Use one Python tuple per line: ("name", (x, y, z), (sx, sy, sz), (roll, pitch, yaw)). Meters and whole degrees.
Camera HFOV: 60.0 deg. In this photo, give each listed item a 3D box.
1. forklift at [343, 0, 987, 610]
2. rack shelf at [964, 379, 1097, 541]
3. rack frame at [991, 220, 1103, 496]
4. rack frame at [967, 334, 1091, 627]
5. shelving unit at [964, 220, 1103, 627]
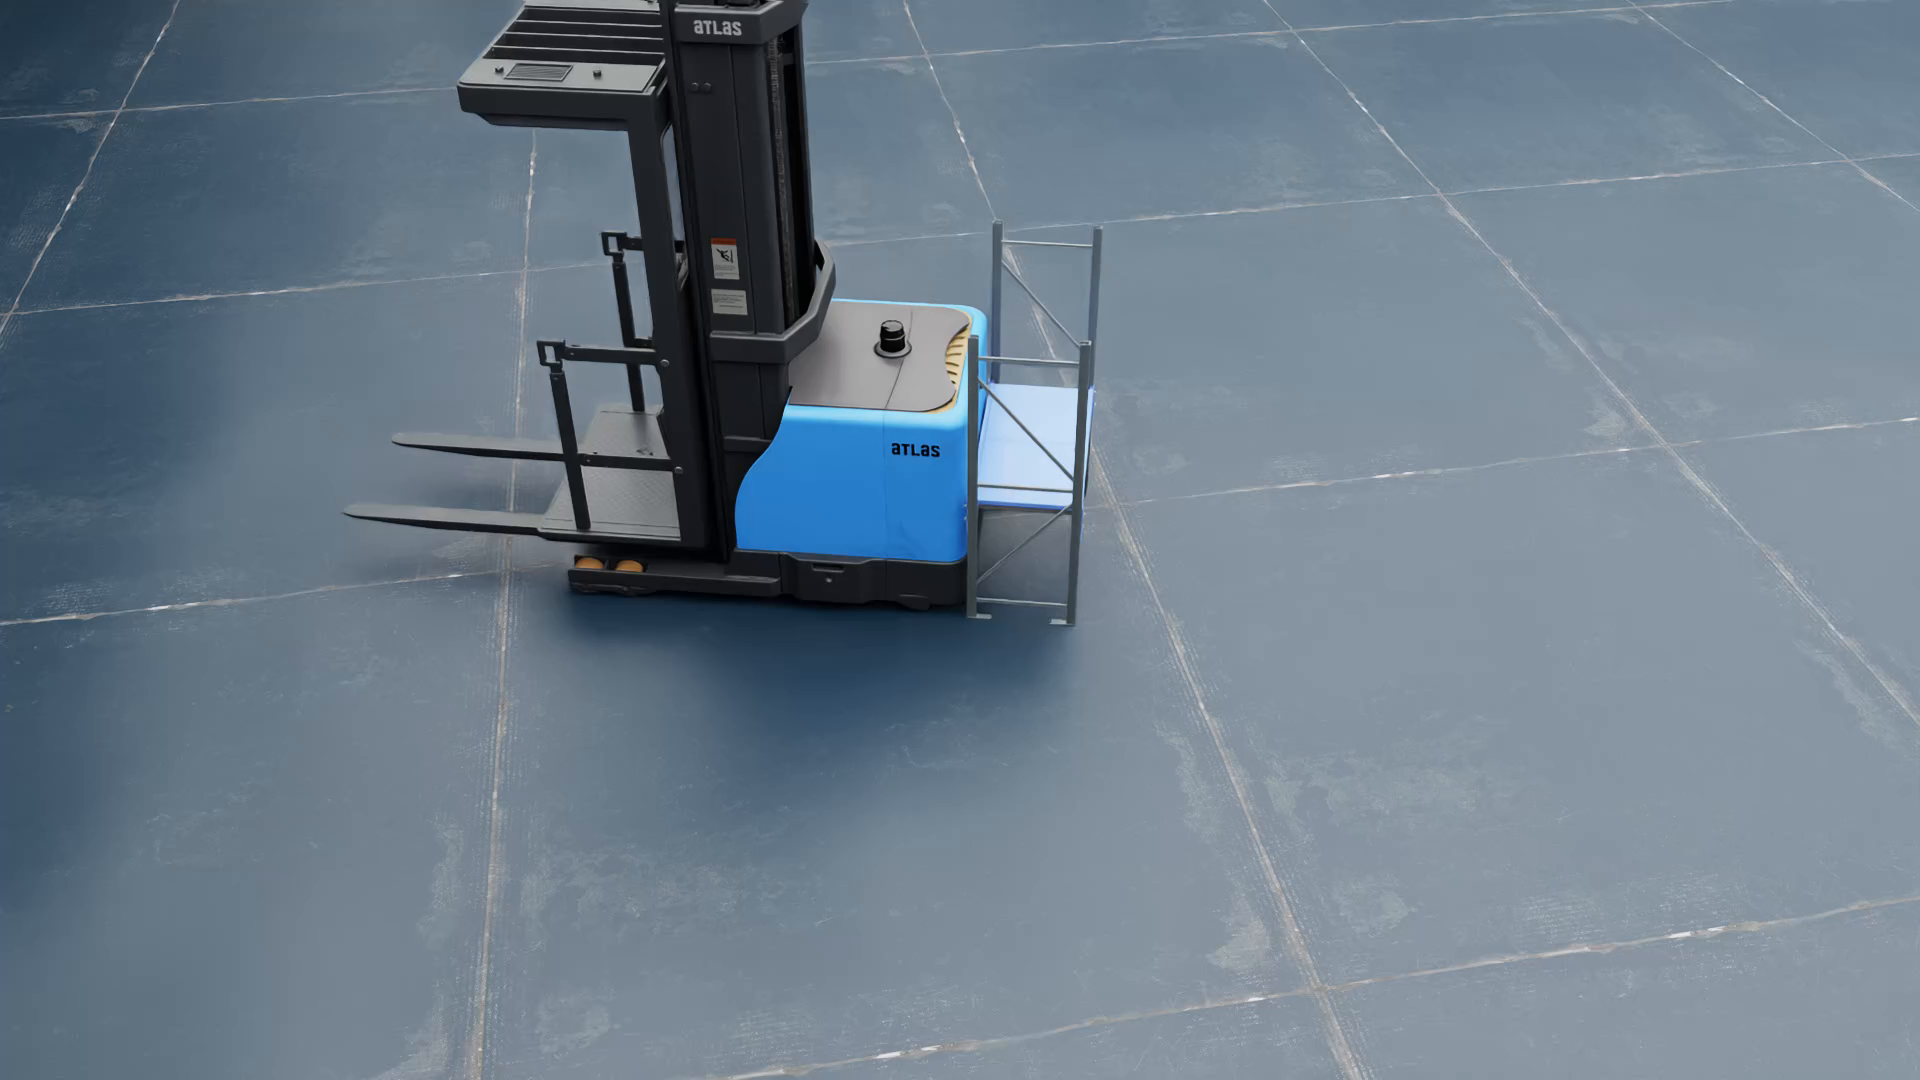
("forklift", (-1.411, -1.214, 7.324), (3.031, 2.935, 1.130), (4, 38, 5))
("rack shelf", (0.340, -0.389, 7.722), (0.538, 0.185, 1.000), (4, 38, 5))
("rack frame", (0.398, -0.841, 8.010), (0.500, 1.500, 0.032), (4, 38, 5))
("rack frame", (0.282, -0.222, 7.213), (0.500, 1.500, 0.032), (4, 38, 5))
("shelving unit", (0.340, -0.531, 7.611), (0.538, 1.500, 1.048), (4, 38, 5))
